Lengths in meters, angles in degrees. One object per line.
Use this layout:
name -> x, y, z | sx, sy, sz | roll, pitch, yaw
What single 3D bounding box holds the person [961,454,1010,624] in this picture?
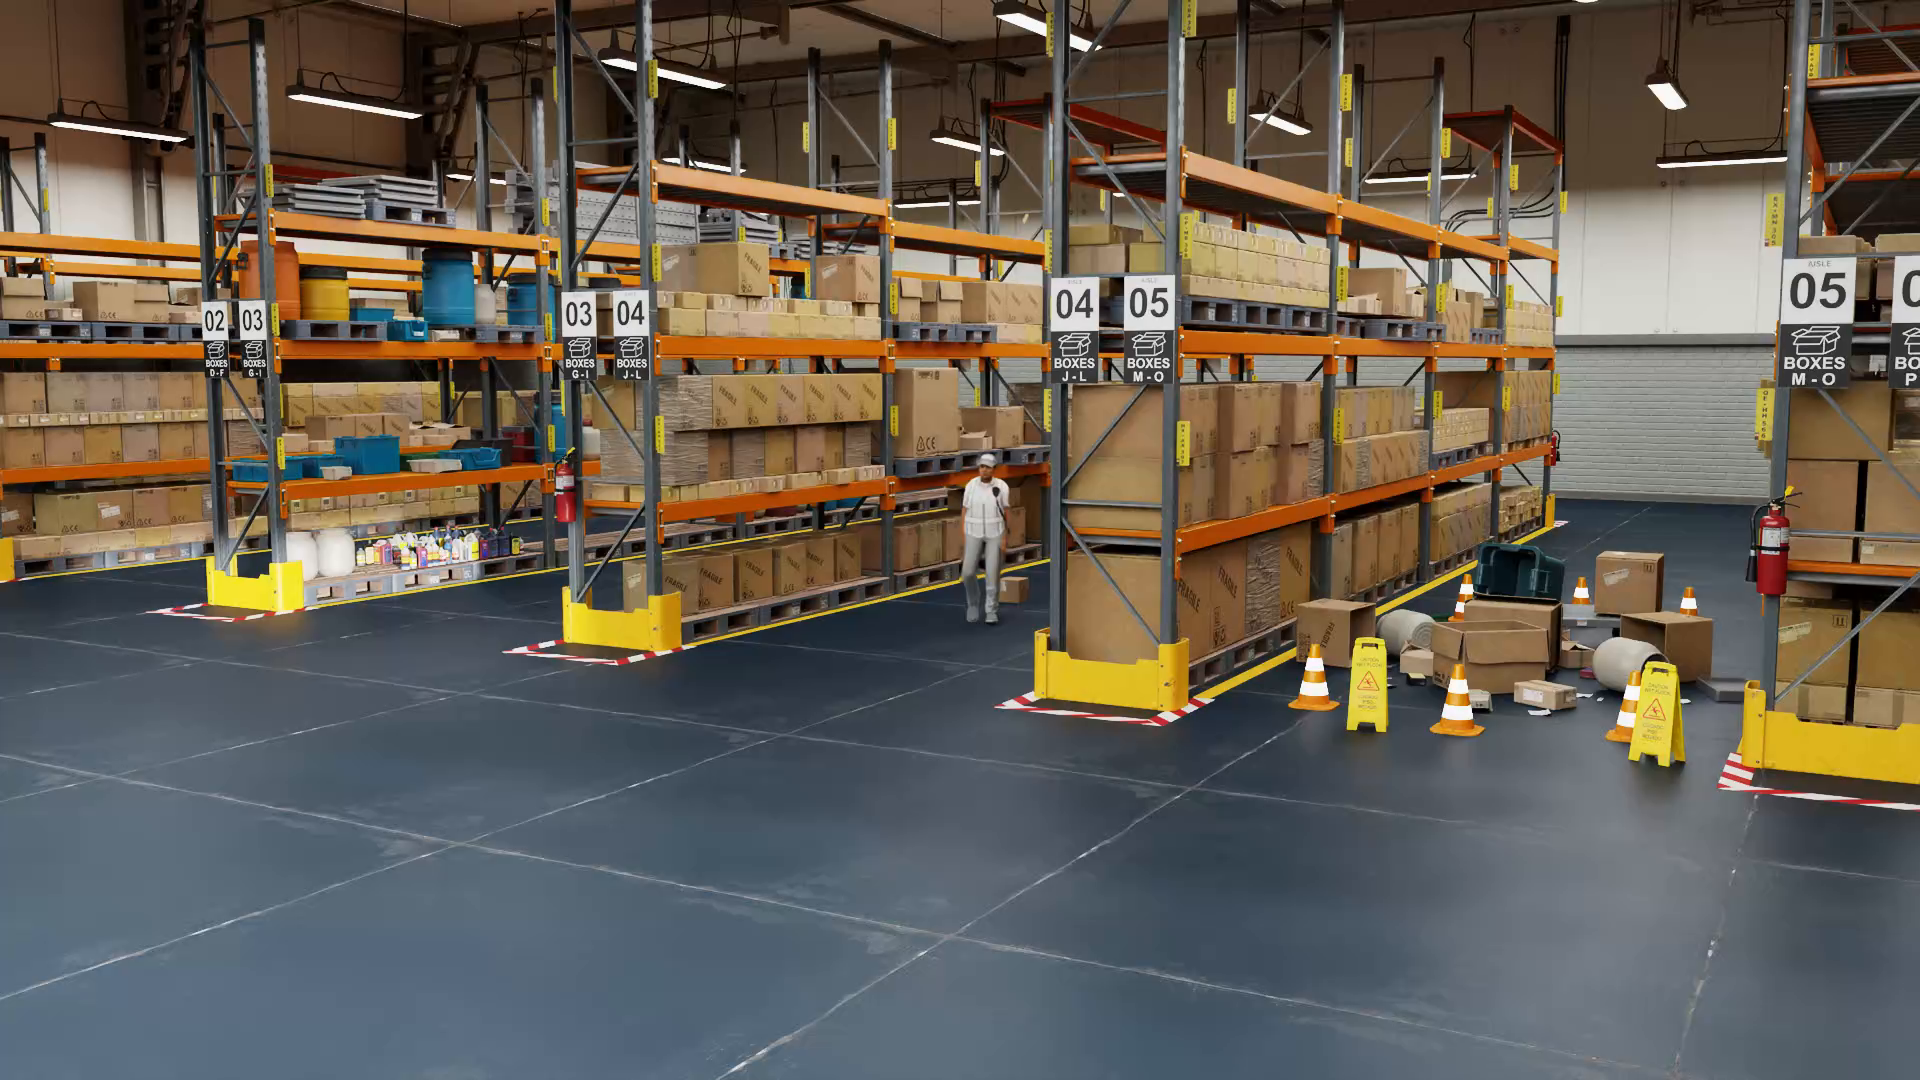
person -> 0.250, -0.007, 16.302 | 0.486, 1.680, 0.442 | 1, 6, 6
